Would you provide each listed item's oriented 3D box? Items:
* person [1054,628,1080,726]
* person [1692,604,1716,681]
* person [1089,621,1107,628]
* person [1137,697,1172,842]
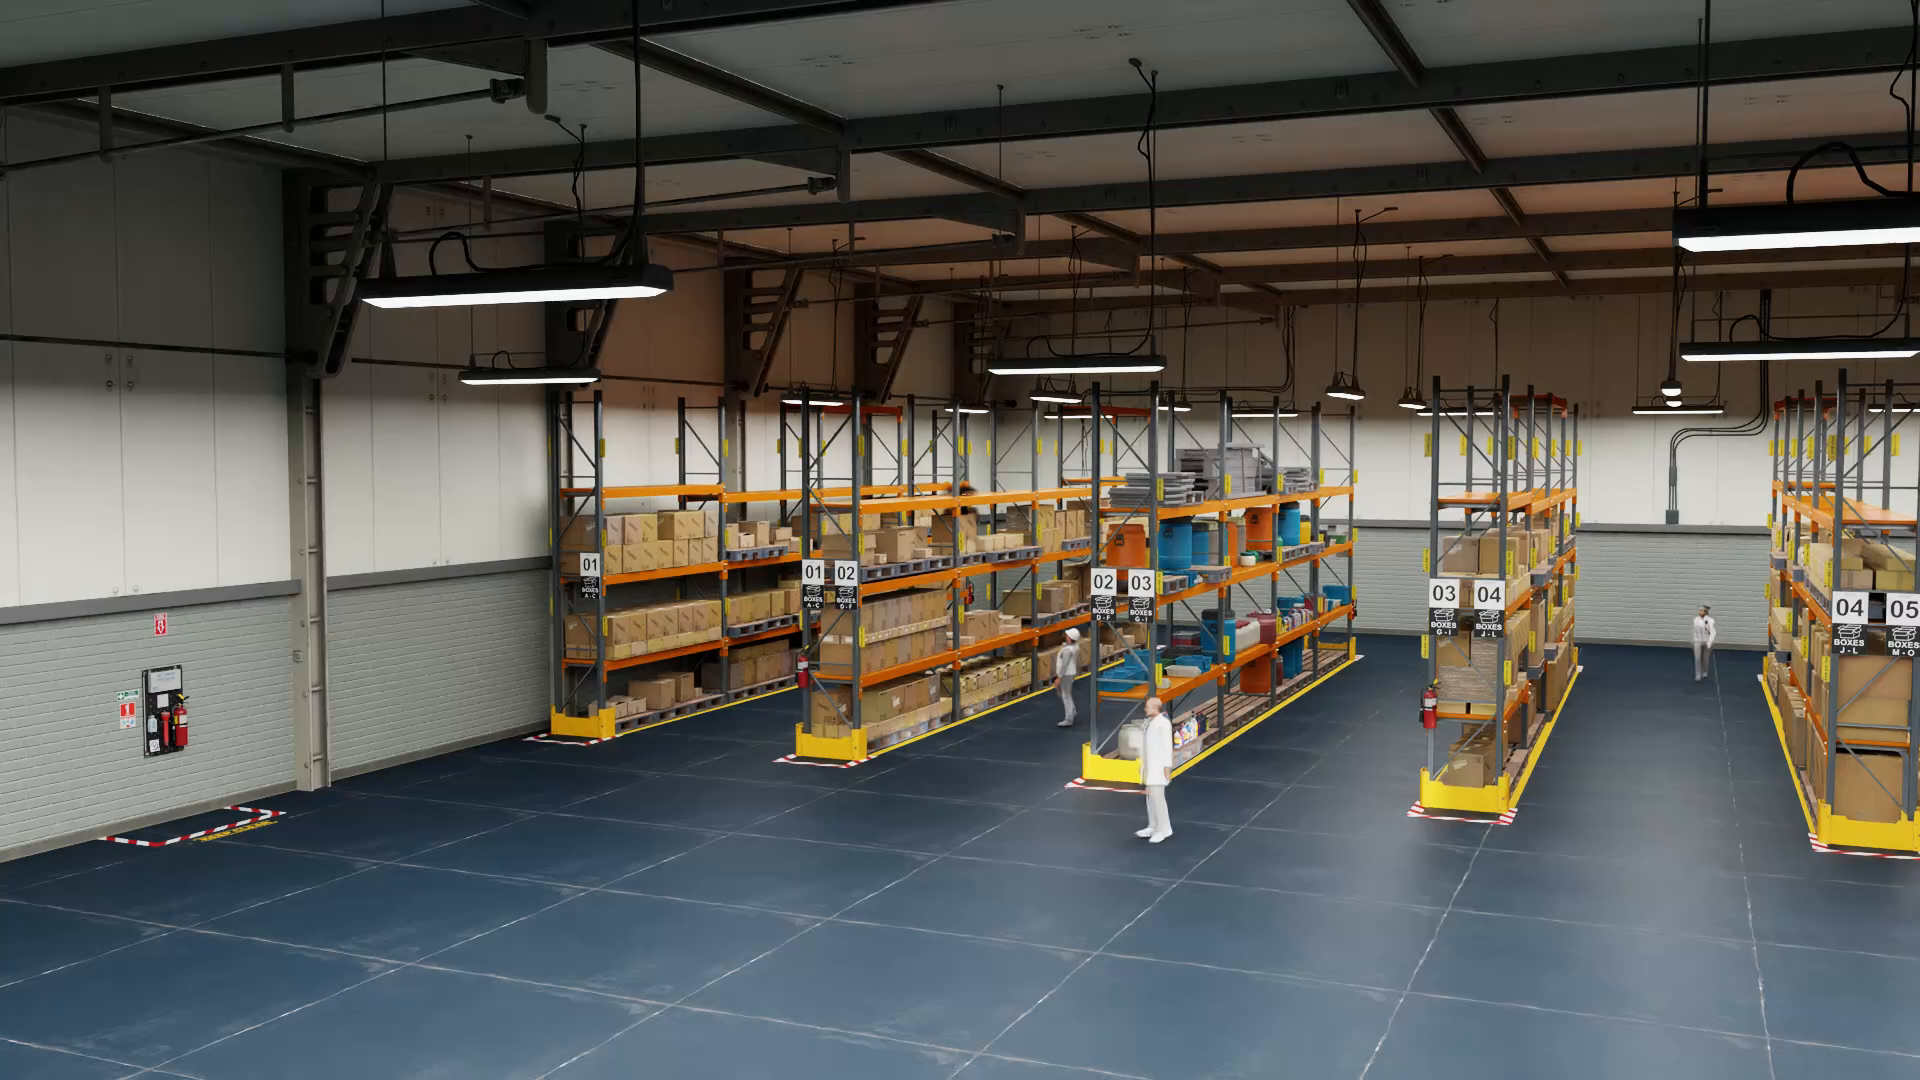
[{"bbox_3d":[1.943,2.457,30.117,0.462,1.747,0.671,0,3,6],"label":"person"},{"bbox_3d":[16.019,2.195,35.806,0.439,1.635,0.983,1,3,21],"label":"person"},{"bbox_3d":[3.671,1.746,44.468,0.582,1.610,0.533,2,4,32],"label":"person"},{"bbox_3d":[2.474,2.947,21.391,0.393,1.835,0.635,-1,3,-22],"label":"person"}]
